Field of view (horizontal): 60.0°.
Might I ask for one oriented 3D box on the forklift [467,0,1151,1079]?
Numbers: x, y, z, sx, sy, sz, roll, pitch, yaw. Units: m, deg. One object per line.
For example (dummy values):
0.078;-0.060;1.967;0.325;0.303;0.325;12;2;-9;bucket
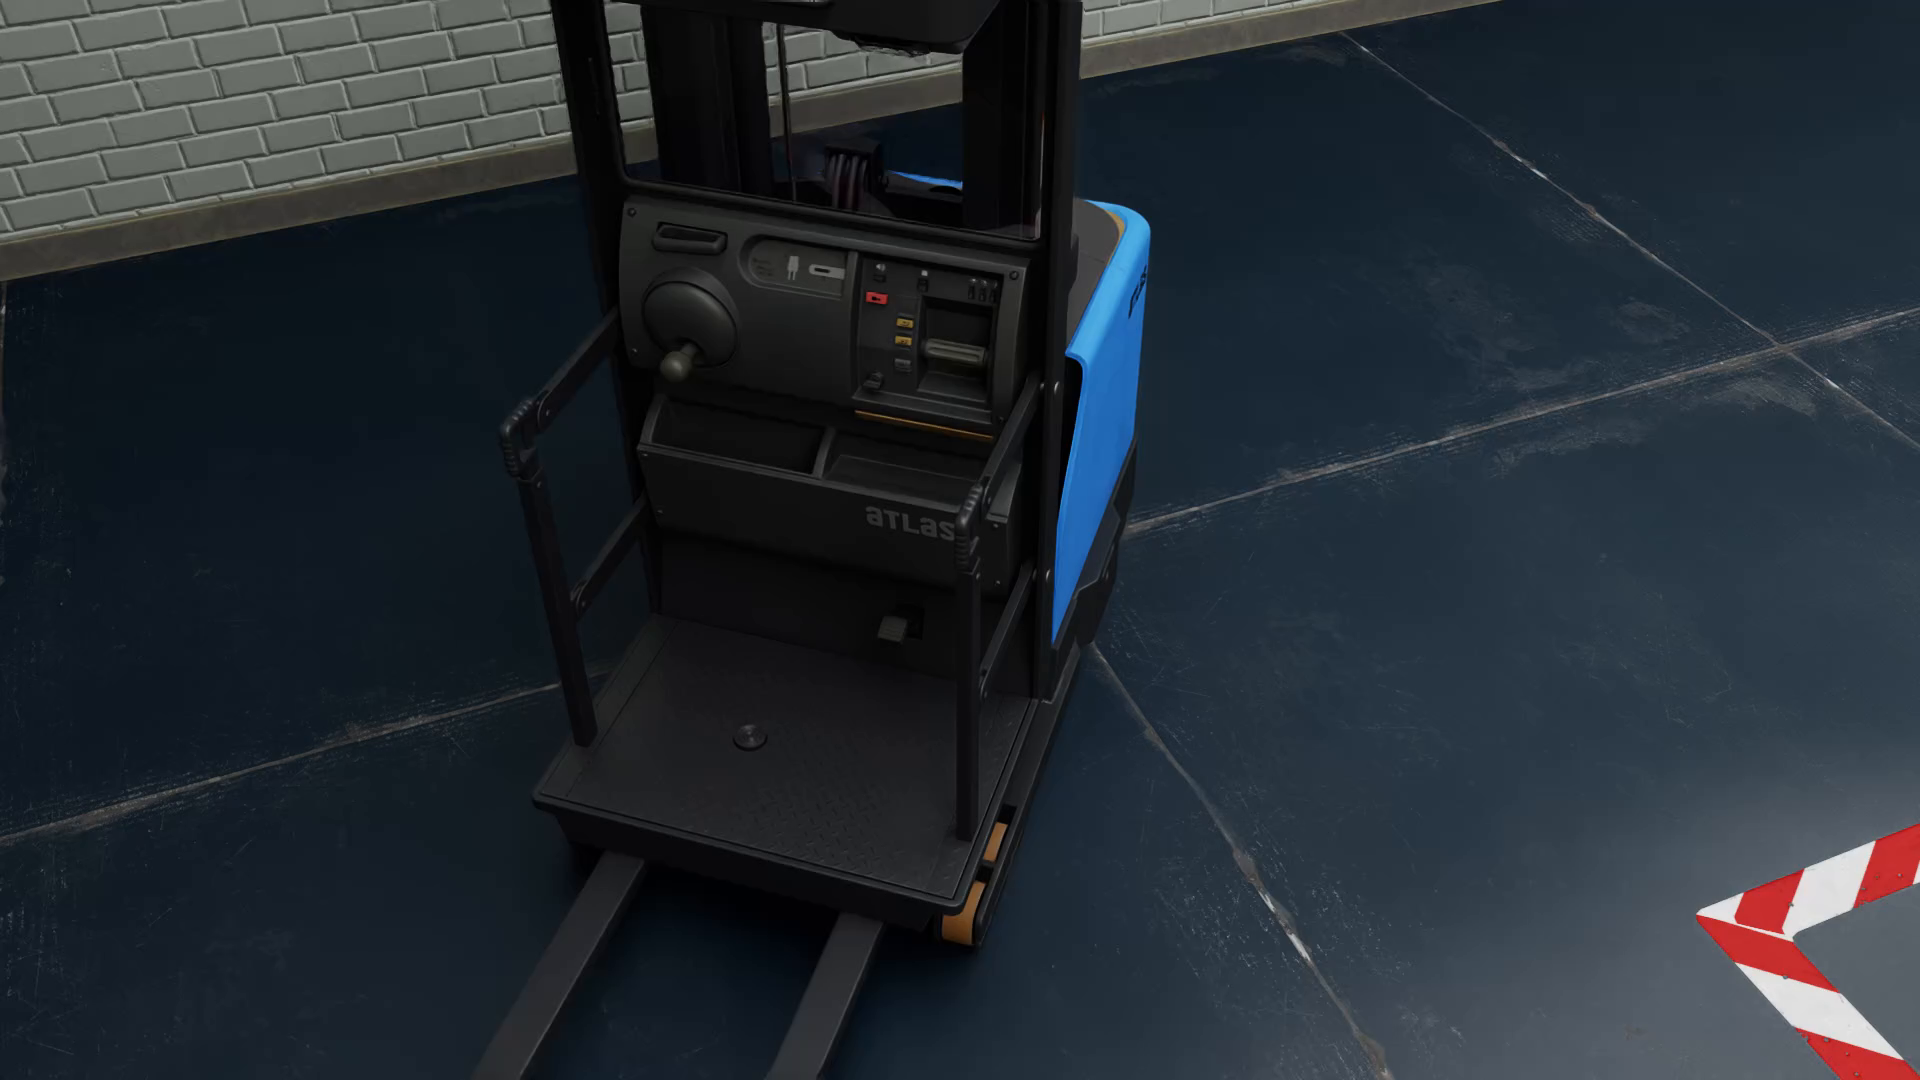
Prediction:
-0.376;-0.413;3.483;1.130;2.935;3.031;12;42;13;forklift
